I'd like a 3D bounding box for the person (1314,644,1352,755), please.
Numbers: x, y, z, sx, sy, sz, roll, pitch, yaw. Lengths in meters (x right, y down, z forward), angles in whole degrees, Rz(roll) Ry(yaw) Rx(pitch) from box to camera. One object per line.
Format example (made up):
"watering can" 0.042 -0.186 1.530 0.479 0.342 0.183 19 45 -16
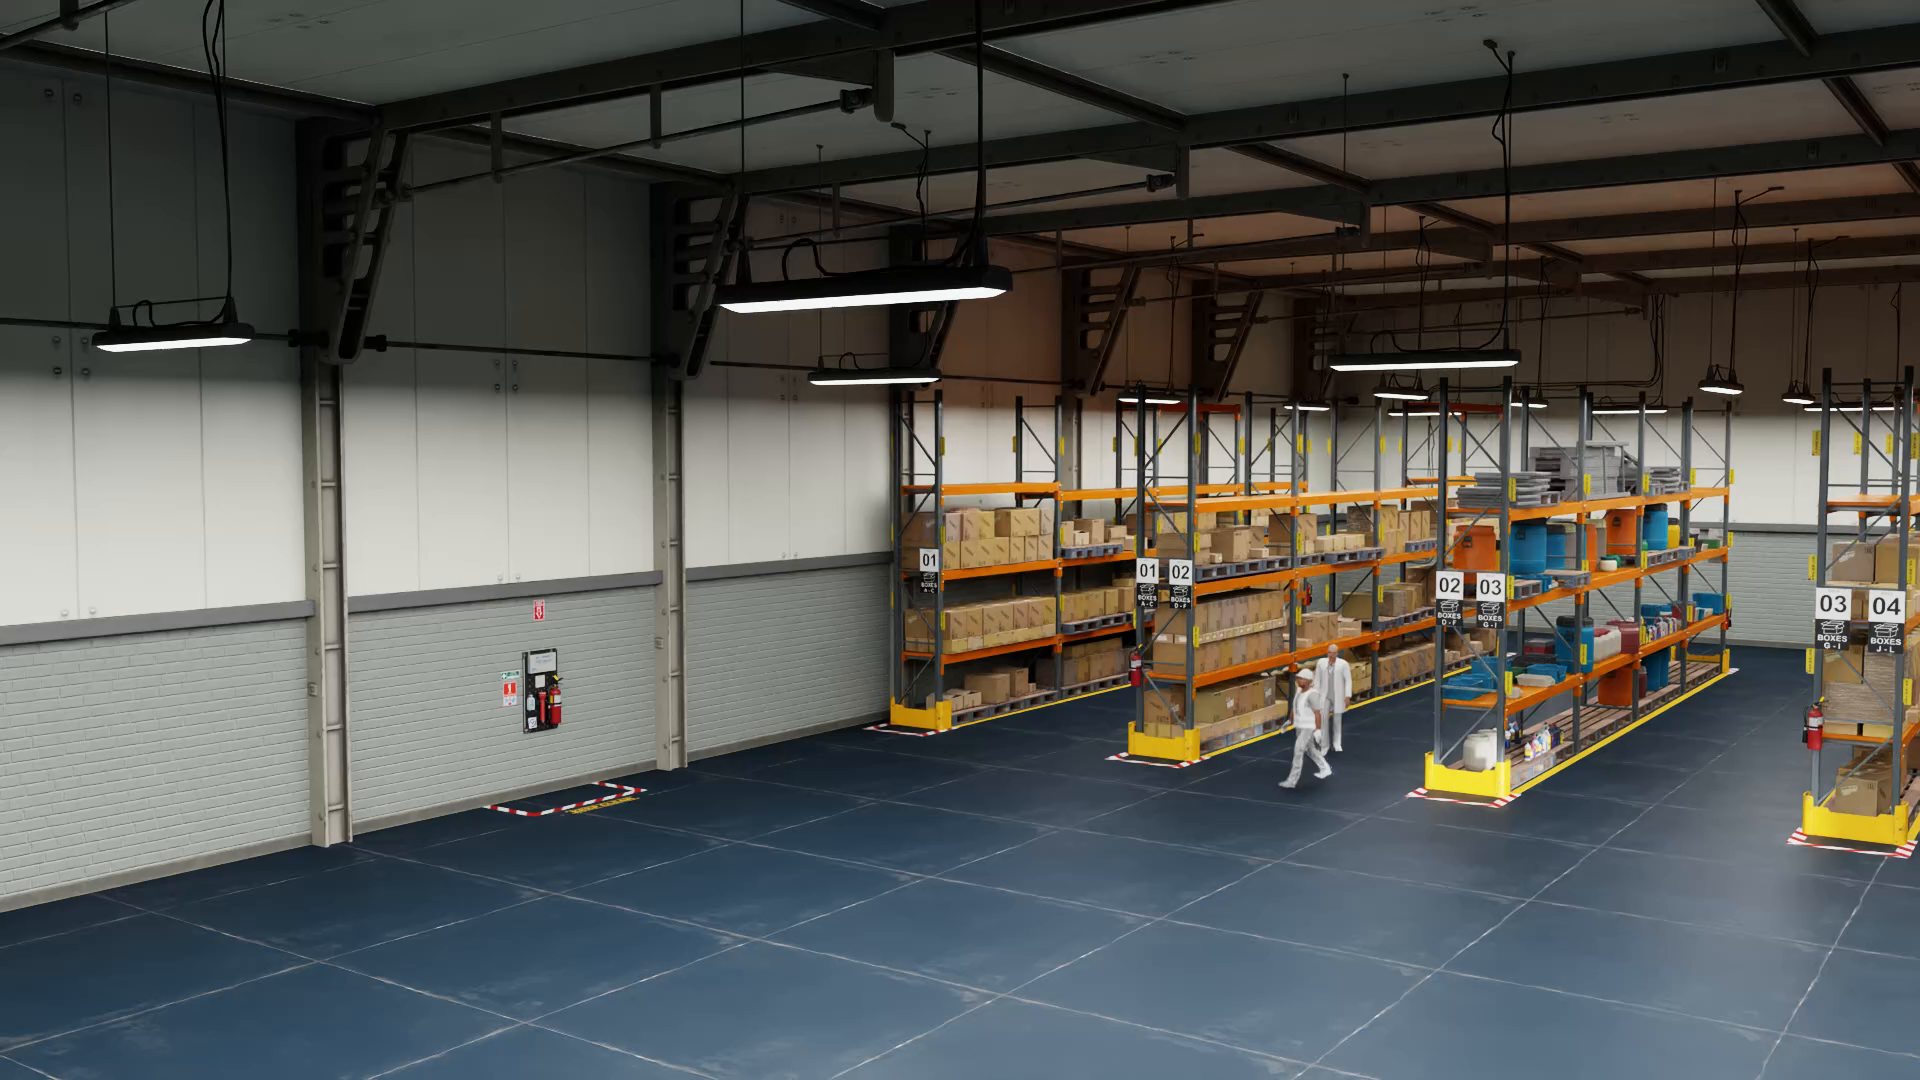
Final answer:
"person" 6.086 2.609 27.150 0.639 1.847 0.585 1 3 19

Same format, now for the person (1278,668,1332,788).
"person" 5.079 2.747 24.461 1.121 1.732 0.640 -2 4 -27
